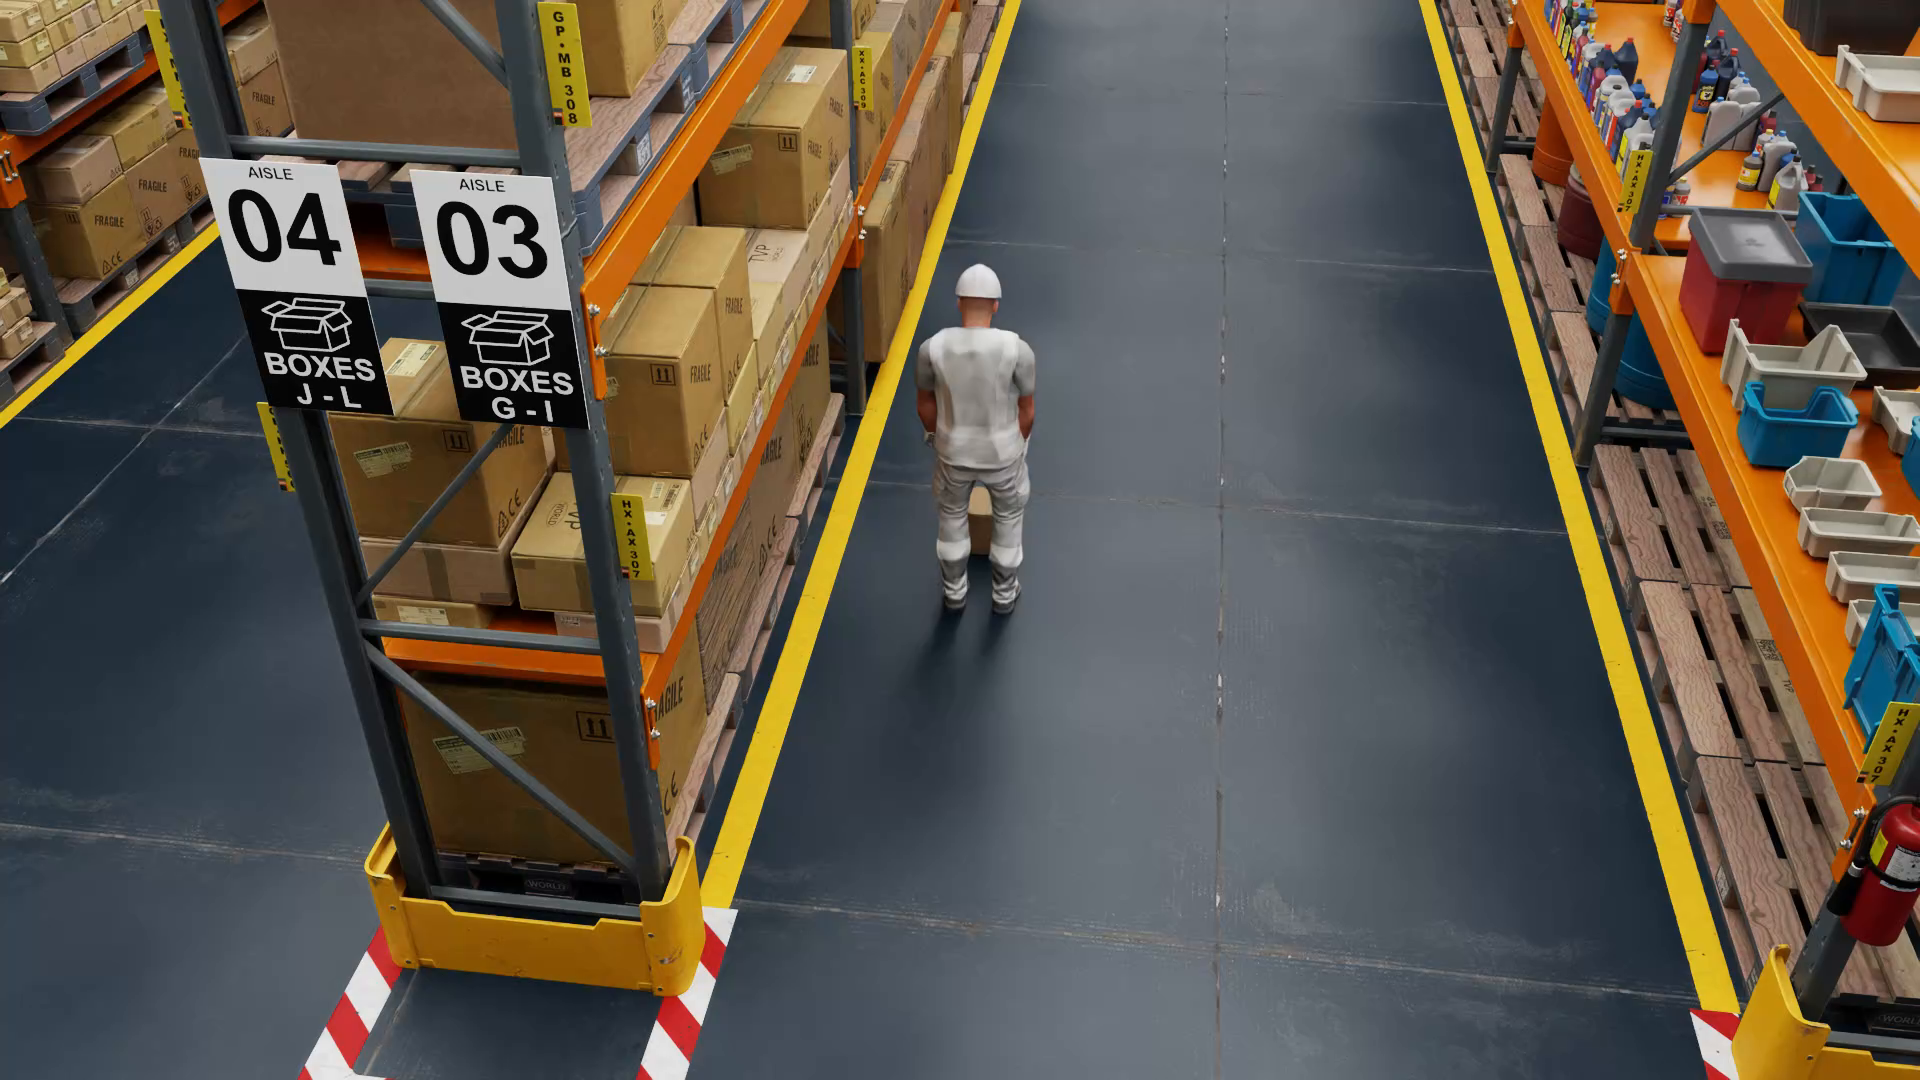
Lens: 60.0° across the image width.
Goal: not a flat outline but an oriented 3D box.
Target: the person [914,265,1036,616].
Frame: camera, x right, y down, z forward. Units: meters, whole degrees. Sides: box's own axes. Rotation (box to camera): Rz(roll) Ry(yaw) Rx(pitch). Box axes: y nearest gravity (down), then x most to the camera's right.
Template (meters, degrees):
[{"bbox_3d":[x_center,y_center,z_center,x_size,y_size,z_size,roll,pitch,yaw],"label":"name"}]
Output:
[{"bbox_3d":[0.072,-0.435,7.664,0.541,1.744,0.443,5,36,7],"label":"person"}]
